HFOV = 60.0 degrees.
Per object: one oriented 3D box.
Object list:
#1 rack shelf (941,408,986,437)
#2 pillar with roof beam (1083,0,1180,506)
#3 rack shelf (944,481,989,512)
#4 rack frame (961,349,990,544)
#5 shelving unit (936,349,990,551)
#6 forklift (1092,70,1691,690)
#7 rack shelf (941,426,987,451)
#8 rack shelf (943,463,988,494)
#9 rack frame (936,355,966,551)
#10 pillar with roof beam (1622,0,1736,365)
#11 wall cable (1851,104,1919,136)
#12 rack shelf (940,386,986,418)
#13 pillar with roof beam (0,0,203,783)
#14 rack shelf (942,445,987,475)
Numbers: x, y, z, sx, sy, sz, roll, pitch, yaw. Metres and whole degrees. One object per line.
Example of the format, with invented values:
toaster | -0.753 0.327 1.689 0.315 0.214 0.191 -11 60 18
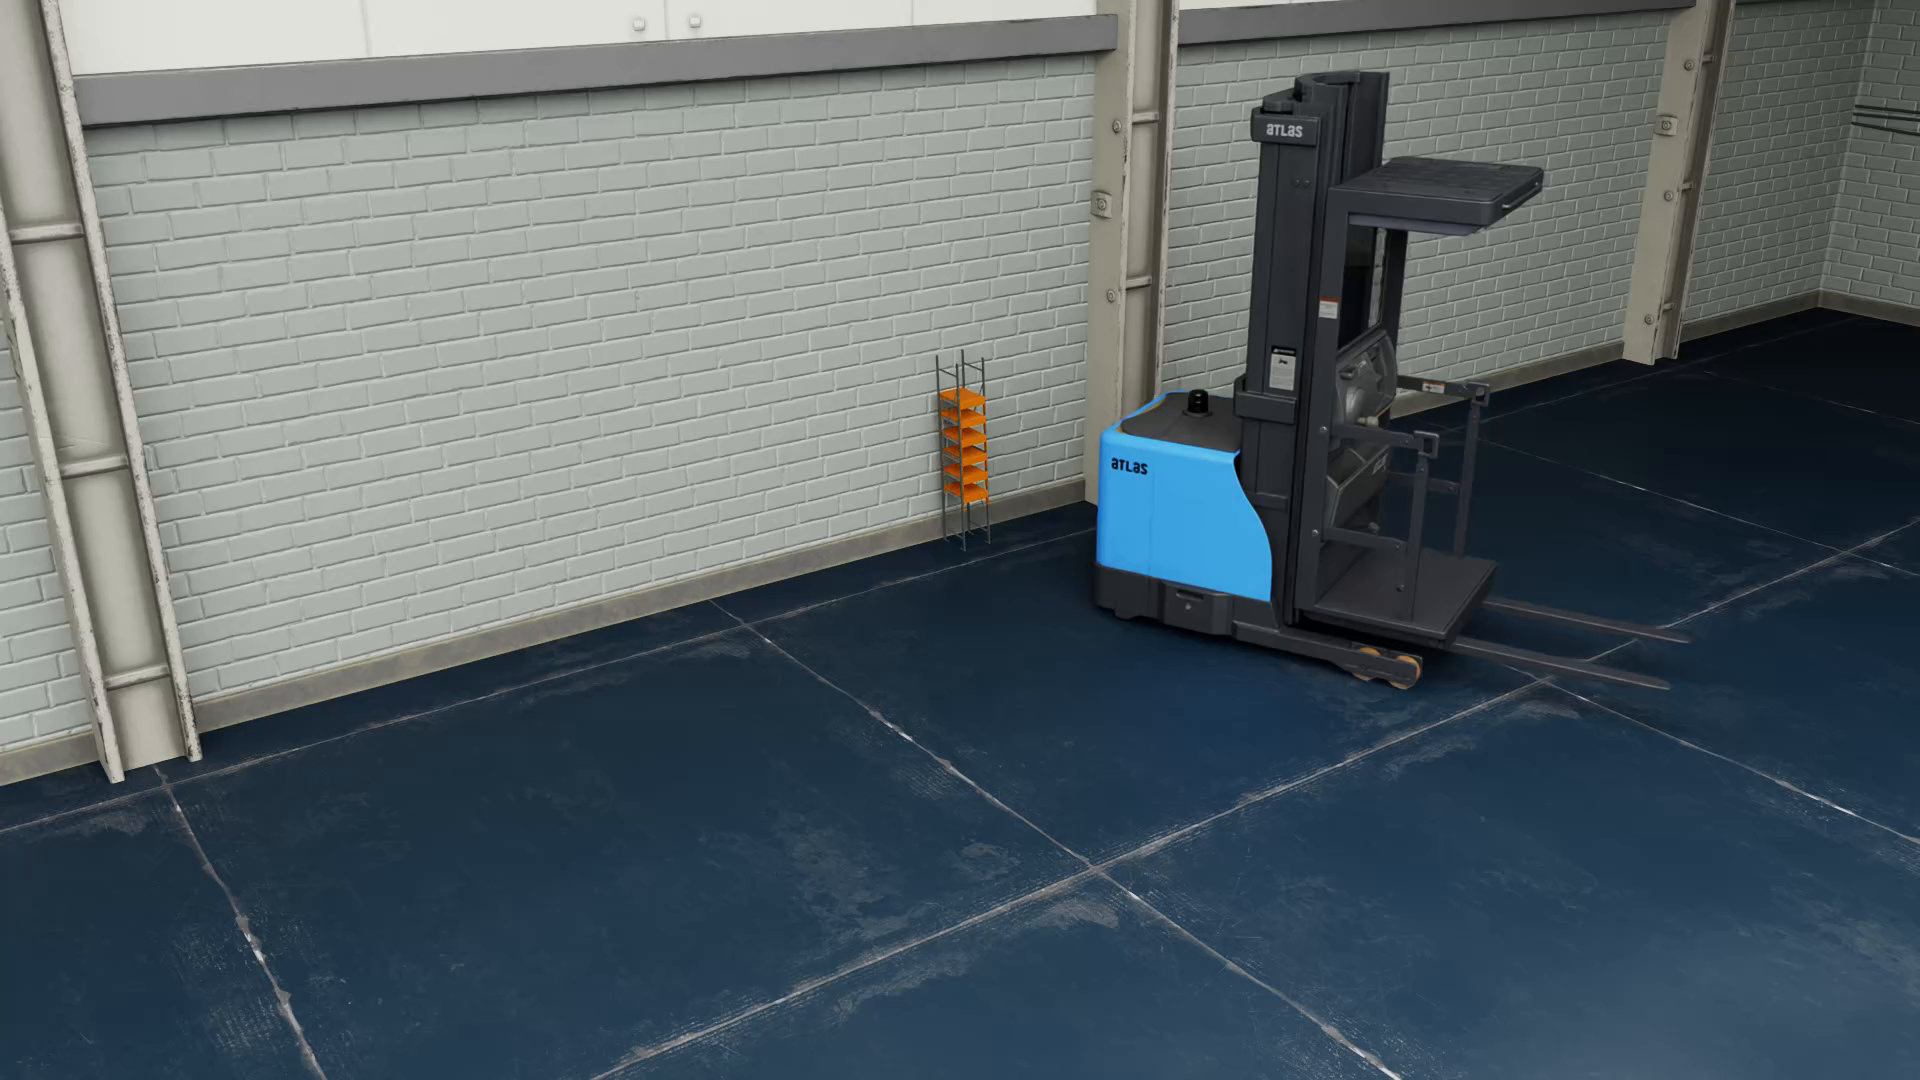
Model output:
rack shelf | 0.013 -0.719 10.043 0.180 0.103 0.258 -16 27 -29
pillar with roof beam | 3.576 -3.158 6.168 0.400 9.000 9.100 -15 26 -33
rack shelf | 0.031 -0.278 10.232 0.180 0.103 0.258 -16 27 -29
rack frame | 0.097 -0.562 10.165 0.006 1.200 0.240 -16 27 -29
shelving unit | 0.021 -0.540 10.120 0.189 1.200 0.258 -16 27 -29
forklift | 2.274 -0.826 8.511 3.031 2.935 1.130 12 25 28
rack shelf | 0.018 -0.609 10.090 0.180 0.103 0.258 -16 27 -29
rack shelf | 0.027 -0.389 10.184 0.180 0.103 0.258 -16 27 -29
rack frame | -0.056 -0.517 10.075 0.006 1.200 0.240 -16 27 -29
pillar with roof beam | 8.446 -4.457 9.423 0.400 9.000 9.100 -15 26 -33
wall cable | 9.096 -4.549 13.845 0.112 2.526 3.097 -15 26 -33
rack shelf | 0.009 -0.830 9.996 0.180 0.103 0.258 -16 27 -29
pillar with roof beam | -1.295 -1.859 2.914 0.400 9.000 9.100 -15 26 -33
rack shelf | 0.022 -0.499 10.137 0.180 0.103 0.258 -16 27 -29
